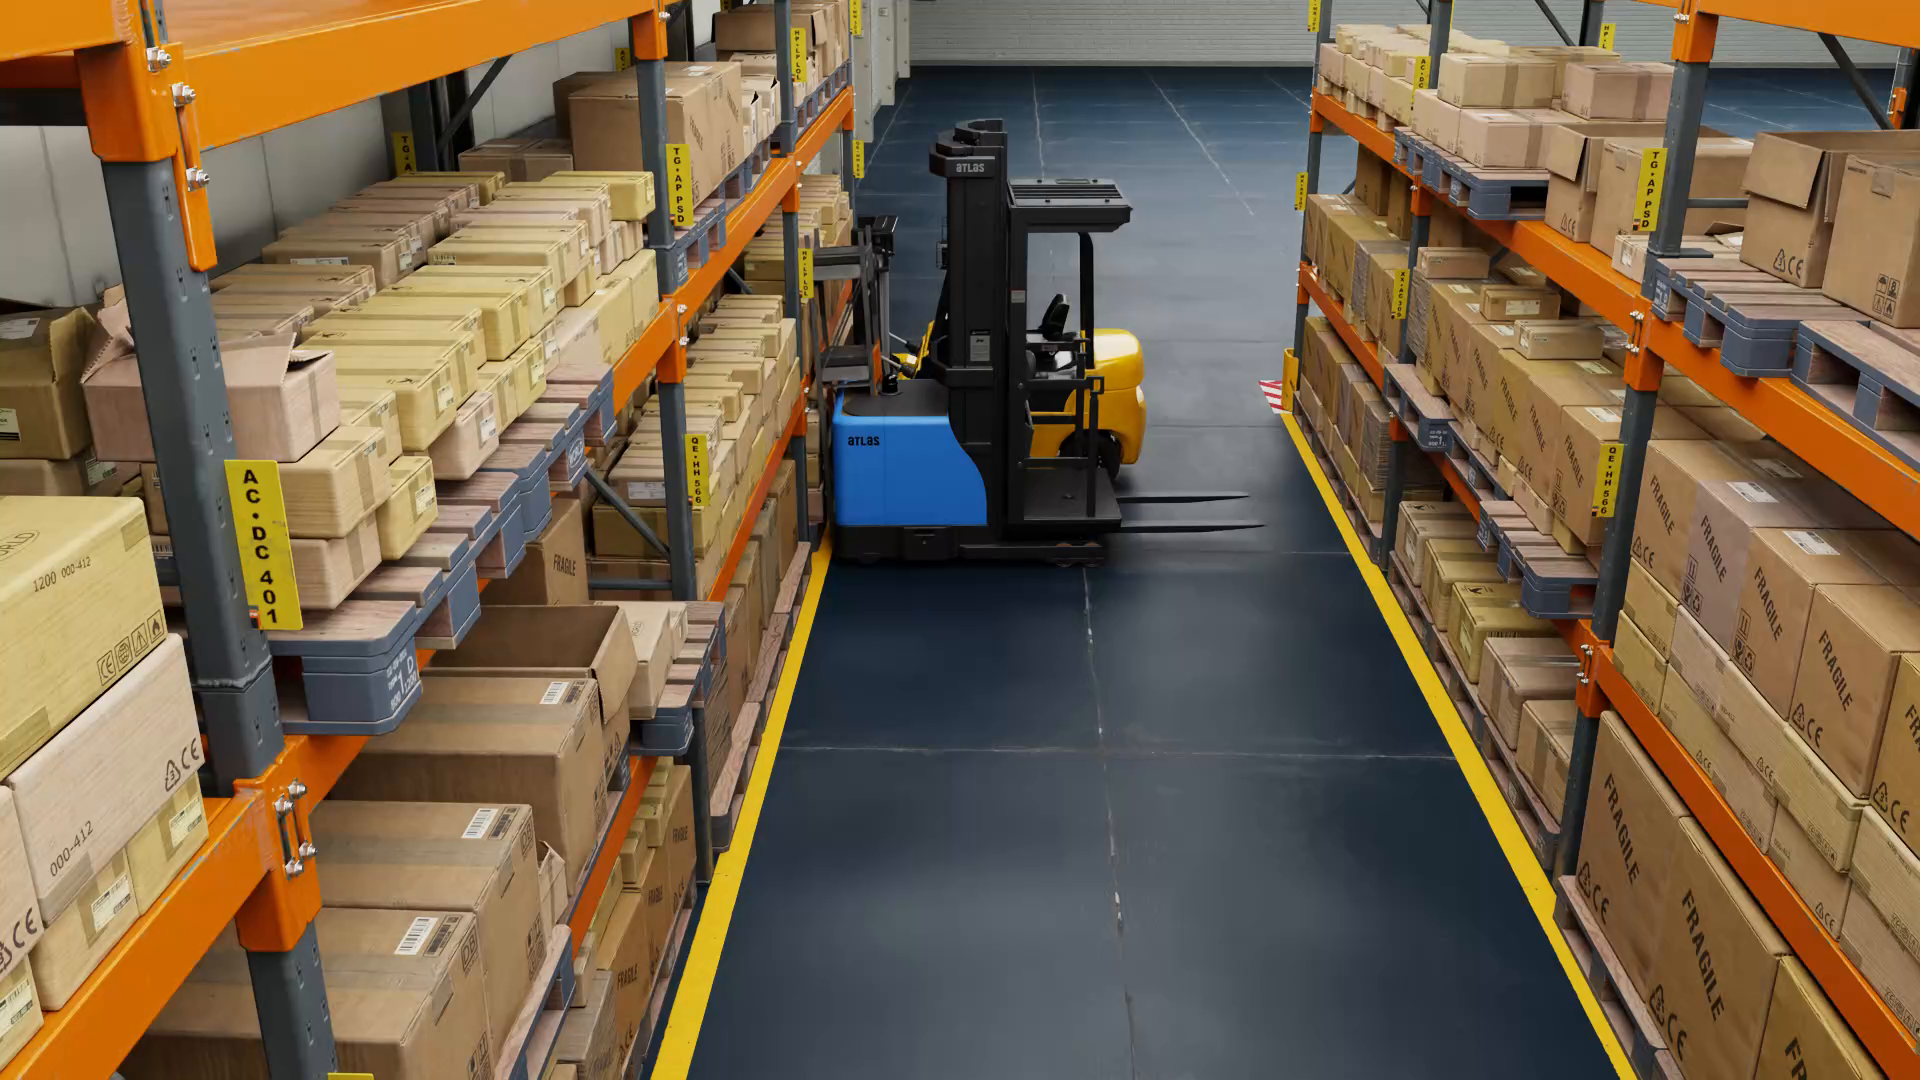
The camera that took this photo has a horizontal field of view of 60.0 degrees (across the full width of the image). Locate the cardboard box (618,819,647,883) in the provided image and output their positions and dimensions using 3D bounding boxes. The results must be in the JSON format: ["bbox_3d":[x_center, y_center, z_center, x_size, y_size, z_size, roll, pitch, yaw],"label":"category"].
[{"bbox_3d":[-1.467,1.244,6.655,0.380,0.149,0.250,0,21,0],"label":"cardboard box"}]

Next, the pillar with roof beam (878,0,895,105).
[{"bbox_3d":[2.678,-13.876,35.351,9.100,9.000,0.400,1,21,2],"label":"pillar with roof beam"}]

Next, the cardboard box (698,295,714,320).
[{"bbox_3d":[-1.779,-1.469,10.633,0.380,0.149,0.250,0,21,0],"label":"cardboard box"}]

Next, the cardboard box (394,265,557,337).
[{"bbox_3d":[-1.362,-0.675,4.693,0.380,0.149,0.250,1,21,2],"label":"cardboard box"}]

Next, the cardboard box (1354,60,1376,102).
[{"bbox_3d":[3.196,-3.372,12.222,0.500,0.250,0.500,1,21,3],"label":"cardboard box"}]

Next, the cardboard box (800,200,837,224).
[{"bbox_3d":[-1.171,-2.584,13.096,0.380,0.149,0.250,1,21,3],"label":"cardboard box"}]

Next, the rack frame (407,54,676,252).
[{"bbox_3d":[-1.676,-2.595,6.278,1.000,3.000,0.127,1,21,2],"label":"rack frame"}]

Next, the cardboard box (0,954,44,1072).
[{"bbox_3d":[-1.541,0.685,2.317,0.380,0.149,0.250,1,21,3],"label":"cardboard box"}]

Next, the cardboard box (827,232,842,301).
[{"bbox_3d":[-1.225,-2.184,13.373,0.500,0.500,0.500,0,21,1],"label":"cardboard box"}]

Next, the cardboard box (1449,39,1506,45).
[{"bbox_3d":[3.801,-3.610,12.285,0.380,0.149,0.250,1,21,3],"label":"cardboard box"}]

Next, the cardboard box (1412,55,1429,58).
[{"bbox_3d":[3.227,-3.149,11.097,0.380,0.149,0.250,1,21,3],"label":"cardboard box"}]

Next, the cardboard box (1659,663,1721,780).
[{"bbox_3d":[3.021,0.685,6.325,0.500,0.250,0.500,0,21,0],"label":"cardboard box"}]

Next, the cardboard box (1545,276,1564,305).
[{"bbox_3d":[3.611,-1.456,9.609,0.380,0.149,0.250,0,21,0],"label":"cardboard box"}]

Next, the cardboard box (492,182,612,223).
[{"bbox_3d":[-1.504,-1.230,6.150,0.380,0.149,0.250,0,21,0],"label":"cardboard box"}]

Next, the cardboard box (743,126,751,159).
[{"bbox_3d":[-1.307,-2.089,8.747,0.380,0.149,0.250,0,21,1],"label":"cardboard box"}]

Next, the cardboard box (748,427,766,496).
[{"bbox_3d":[-1.372,-0.442,9.228,0.500,0.250,0.500,1,21,3],"label":"cardboard box"}]

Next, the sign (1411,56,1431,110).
[{"bbox_3d":[2.865,-2.834,10.325,0.100,0.325,0.005,1,21,2],"label":"sign"}]

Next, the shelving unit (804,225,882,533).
[{"bbox_3d":[-0.778,-1.134,11.778,0.431,2.100,0.503,-3,16,4],"label":"shelving unit"}]

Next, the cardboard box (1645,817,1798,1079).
[{"bbox_3d":[3.150,1.621,6.062,0.875,0.875,0.875,1,21,2],"label":"cardboard box"}]

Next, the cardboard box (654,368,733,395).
[{"bbox_3d":[-1.432,-0.821,8.964,0.380,0.149,0.250,1,21,2],"label":"cardboard box"}]

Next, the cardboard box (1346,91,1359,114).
[{"bbox_3d":[3.159,-3.335,12.679,0.380,0.149,0.250,1,21,2],"label":"cardboard box"}]

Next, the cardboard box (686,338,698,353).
[{"bbox_3d":[-1.851,-1.046,10.093,0.500,0.250,0.500,0,21,1],"label":"cardboard box"}]

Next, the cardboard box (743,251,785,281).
[{"bbox_3d":[-1.248,-1.844,11.189,0.380,0.149,0.250,1,21,3],"label":"cardboard box"}]

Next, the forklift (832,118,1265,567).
[{"bbox_3d":[0.625,-1.371,11.511,3.031,2.935,1.130,0,21,-1],"label":"forklift"}]

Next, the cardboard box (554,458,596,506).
[{"bbox_3d":[-1.868,-0.267,7.536,0.380,0.149,0.250,1,21,3],"label":"cardboard box"}]

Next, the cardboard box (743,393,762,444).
[{"bbox_3d":[-1.377,-0.674,9.137,0.500,0.250,0.500,1,21,2],"label":"cardboard box"}]

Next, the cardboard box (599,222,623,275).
[{"bbox_3d":[-1.473,-1.088,6.197,0.380,0.149,0.250,0,21,0],"label":"cardboard box"}]

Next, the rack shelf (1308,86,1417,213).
[{"bbox_3d":[3.468,-2.978,12.404,1.077,0.370,4.000,1,21,2],"label":"rack shelf"}]

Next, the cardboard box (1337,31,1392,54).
[{"bbox_3d":[3.171,-3.894,13.015,0.380,0.149,0.250,1,21,1],"label":"cardboard box"}]

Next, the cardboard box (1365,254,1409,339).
[{"bbox_3d":[3.181,-1.726,11.782,0.500,0.500,0.500,1,21,3],"label":"cardboard box"}]

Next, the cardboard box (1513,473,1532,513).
[{"bbox_3d":[2.975,-0.225,8.229,0.380,0.149,0.250,0,21,-1],"label":"cardboard box"}]

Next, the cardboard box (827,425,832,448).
[{"bbox_3d":[-1.218,-0.745,12.333,0.500,0.250,0.500,1,21,1],"label":"cardboard box"}]

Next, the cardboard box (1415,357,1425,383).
[{"bbox_3d":[3.075,-1.074,10.416,0.380,0.149,0.250,1,21,2],"label":"cardboard box"}]

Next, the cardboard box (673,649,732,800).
[{"bbox_3d":[-1.643,0.888,8.297,0.875,0.625,0.625,1,21,3],"label":"cardboard box"}]

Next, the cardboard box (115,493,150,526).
[{"bbox_3d":[-1.857,0.014,3.328,0.380,0.149,0.250,1,21,1],"label":"cardboard box"}]

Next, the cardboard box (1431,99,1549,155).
[{"bbox_3d":[2.974,-2.325,9.356,0.500,0.250,0.500,0,21,1],"label":"cardboard box"}]

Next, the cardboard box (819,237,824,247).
[{"bbox_3d":[-1.214,-2.169,12.436,0.380,0.149,0.250,0,21,0],"label":"cardboard box"}]

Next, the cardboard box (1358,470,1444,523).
[{"bbox_3d":[3.157,-0.322,11.933,0.500,0.250,0.500,2,21,4],"label":"cardboard box"}]

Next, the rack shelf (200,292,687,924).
[{"bbox_3d":[-1.737,-0.138,5.087,1.077,0.370,4.000,1,21,2],"label":"rack shelf"}]

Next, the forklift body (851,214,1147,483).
[{"bbox_3d":[0.333,-1.590,13.152,2.313,2.155,1.214,1,21,2],"label":"forklift body"}]

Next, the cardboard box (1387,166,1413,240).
[{"bbox_3d":[3.642,-2.555,12.535,0.700,0.500,0.500,1,21,1],"label":"cardboard box"}]

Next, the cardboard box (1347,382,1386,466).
[{"bbox_3d":[3.171,-0.856,12.272,0.500,0.500,0.500,1,21,3],"label":"cardboard box"}]

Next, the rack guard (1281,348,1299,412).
[{"bbox_3d":[3.527,-1.445,15.062,1.175,0.500,0.348,1,21,2],"label":"rack guard"}]

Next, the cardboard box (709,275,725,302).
[{"bbox_3d":[-1.801,-1.713,11.262,0.380,0.149,0.250,1,21,1],"label":"cardboard box"}]

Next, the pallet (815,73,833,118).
[{"bbox_3d":[-1.514,-3.351,12.493,1.003,0.211,1.213,1,21,2],"label":"pallet"}]

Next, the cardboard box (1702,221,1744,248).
[{"bbox_3d":[3.473,-1.285,7.234,0.396,0.266,0.258,1,21,2],"label":"cardboard box"}]

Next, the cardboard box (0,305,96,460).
[{"bbox_3d":[-1.857,-0.319,3.203,0.396,0.266,0.258,0,21,1],"label":"cardboard box"}]

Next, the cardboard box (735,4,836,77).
[{"bbox_3d":[-1.333,-3.846,12.792,0.700,0.500,0.500,1,21,2],"label":"cardboard box"}]

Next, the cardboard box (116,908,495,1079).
[{"bbox_3d":[-1.559,1.233,3.986,0.700,0.500,0.500,1,21,3],"label":"cardboard box"}]

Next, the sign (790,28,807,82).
[{"bbox_3d":[-1.011,-3.028,10.391,0.100,0.325,0.005,1,21,2],"label":"sign"}]

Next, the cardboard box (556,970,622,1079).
[{"bbox_3d":[-1.510,1.884,5.900,0.500,0.500,0.500,0,21,0],"label":"cardboard box"}]

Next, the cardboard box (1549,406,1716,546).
[{"bbox_3d":[3.022,-0.294,7.509,0.500,0.500,0.500,0,21,0],"label":"cardboard box"}]

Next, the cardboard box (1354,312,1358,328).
[{"bbox_3d":[3.178,-1.653,12.491,0.380,0.149,0.250,0,21,1],"label":"cardboard box"}]

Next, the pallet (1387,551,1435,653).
[{"bbox_3d":[3.385,0.390,10.732,1.003,0.211,1.213,1,21,2],"label":"pallet"}]

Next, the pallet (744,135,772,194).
[{"bbox_3d":[-1.568,-2.235,9.760,0.805,0.209,1.217,0,21,-1],"label":"pallet"}]

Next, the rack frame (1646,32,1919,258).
[{"bbox_3d":[3.286,-2.542,6.140,1.000,3.000,0.127,1,21,2],"label":"rack frame"}]

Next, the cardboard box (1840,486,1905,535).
[{"bbox_3d":[3.524,0.117,6.059,0.500,0.500,0.500,1,21,3],"label":"cardboard box"}]

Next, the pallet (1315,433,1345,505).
[{"bbox_3d":[3.427,-0.577,13.224,1.003,0.211,1.213,1,21,2],"label":"pallet"}]
